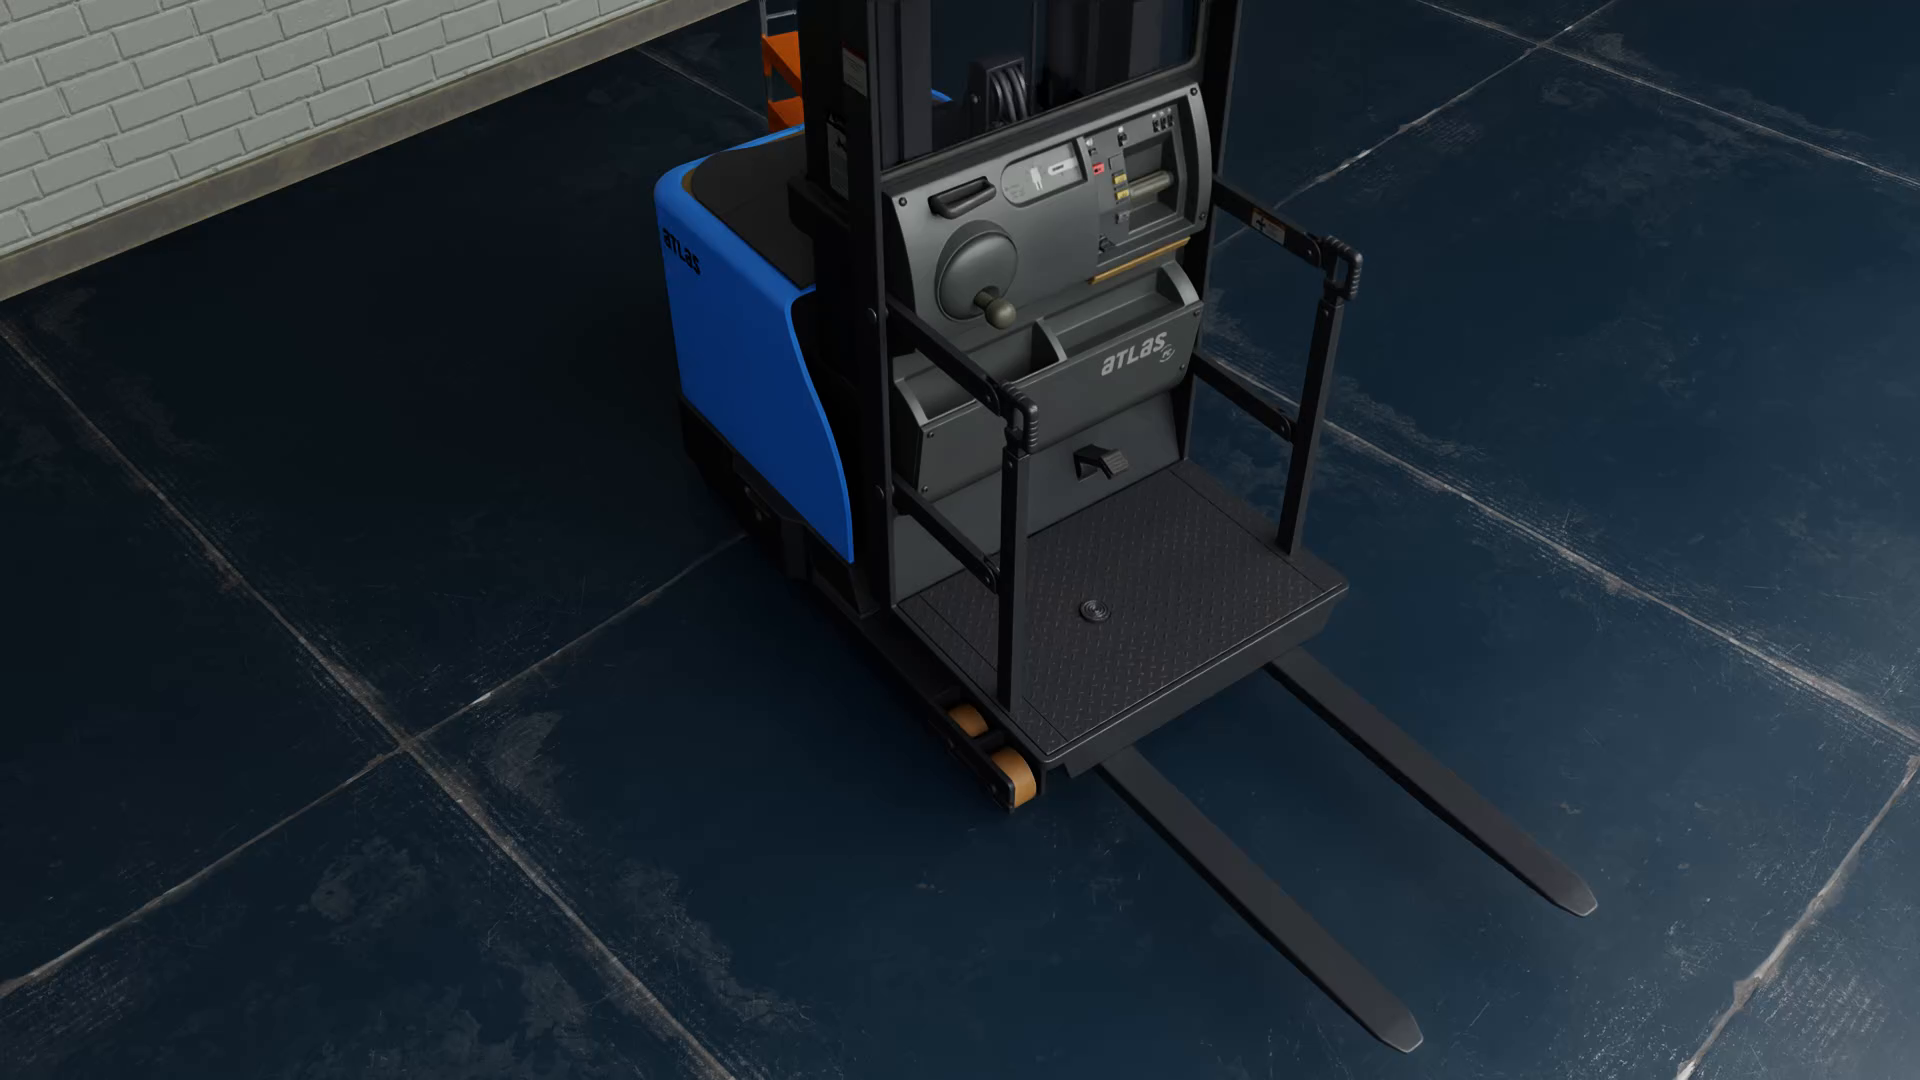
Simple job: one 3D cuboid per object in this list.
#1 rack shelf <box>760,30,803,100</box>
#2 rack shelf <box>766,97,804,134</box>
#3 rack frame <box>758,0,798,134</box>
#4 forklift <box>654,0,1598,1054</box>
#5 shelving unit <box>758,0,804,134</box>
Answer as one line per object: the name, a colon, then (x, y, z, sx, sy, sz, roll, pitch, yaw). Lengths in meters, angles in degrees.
rack shelf: (-0.442, -1.506, 5.416, 0.258, 0.148, 0.480, -18, 46, -18)
rack shelf: (-0.442, -1.332, 5.576, 0.258, 0.148, 0.480, -18, 46, -18)
rack frame: (-0.547, -1.366, 5.844, 0.240, 1.200, 0.015, -18, 46, -18)
forklift: (0.367, -0.735, 3.886, 1.130, 2.935, 3.031, -26, 49, -26)
shelving unit: (-0.442, -1.217, 5.682, 0.258, 1.200, 0.503, -18, 46, -18)
